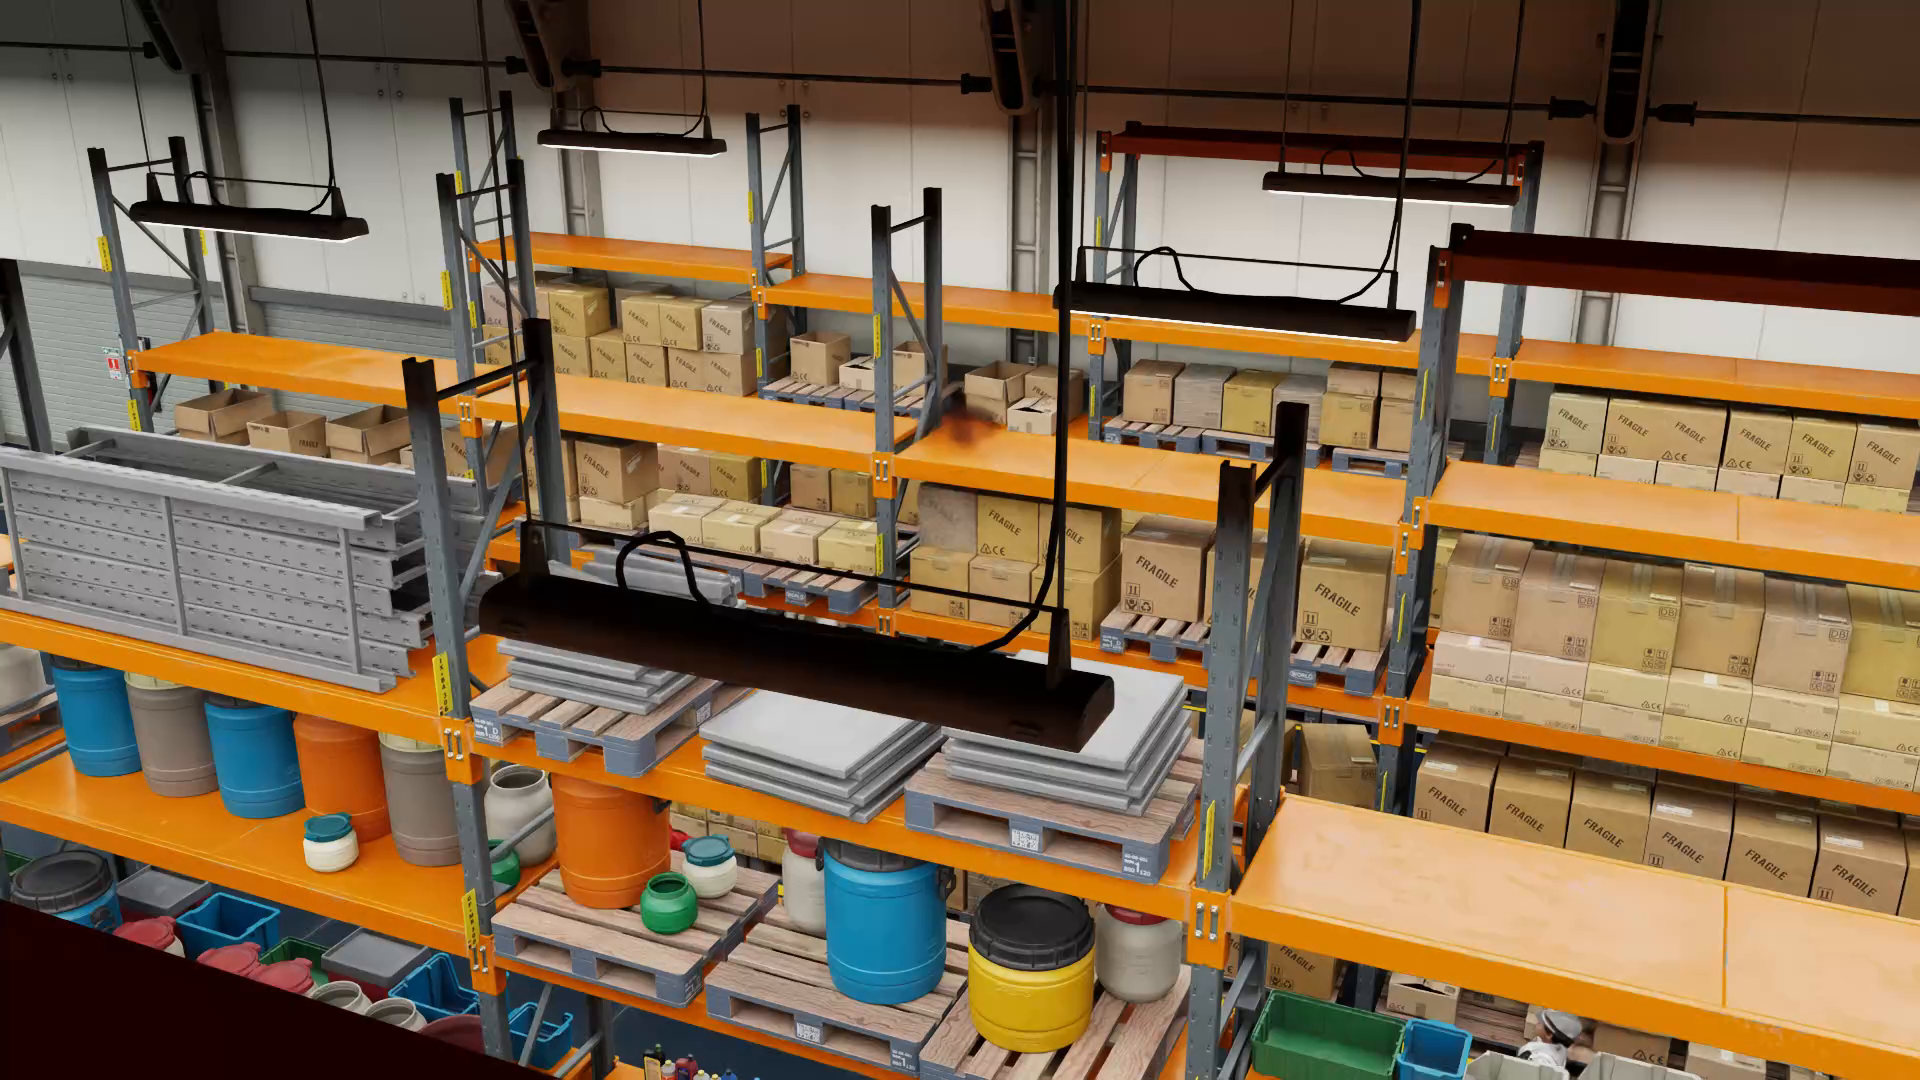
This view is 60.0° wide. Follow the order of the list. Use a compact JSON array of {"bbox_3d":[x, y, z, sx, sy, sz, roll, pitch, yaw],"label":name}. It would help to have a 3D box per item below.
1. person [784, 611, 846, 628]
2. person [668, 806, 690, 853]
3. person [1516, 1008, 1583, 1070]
[{"bbox_3d":[-1.546,0.880,17.903,0.706,1.828,0.526,12,24,29],"label":"person"},{"bbox_3d":[-2.297,2.750,12.912,0.620,1.730,0.409,-1,21,-2],"label":"person"},{"bbox_3d":[3.663,3.647,10.622,0.956,1.640,0.492,7,22,18],"label":"person"}]
